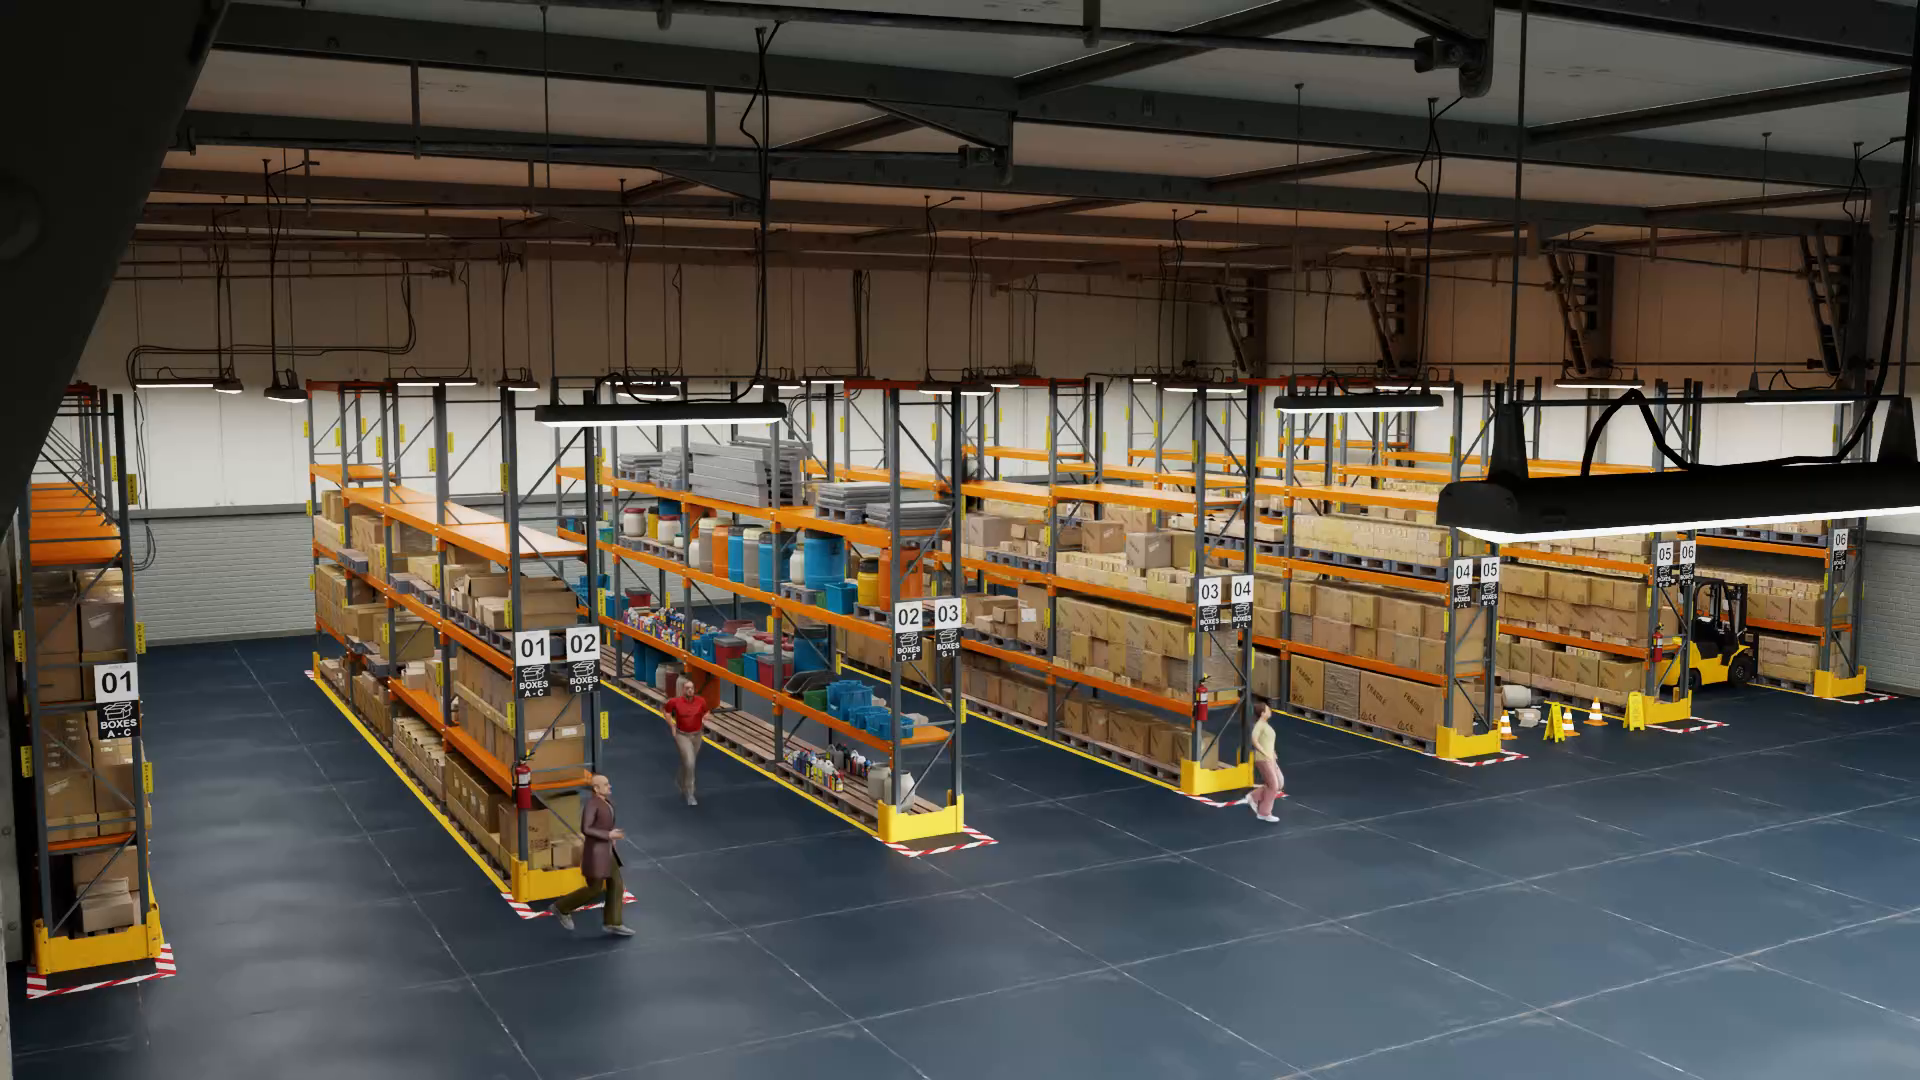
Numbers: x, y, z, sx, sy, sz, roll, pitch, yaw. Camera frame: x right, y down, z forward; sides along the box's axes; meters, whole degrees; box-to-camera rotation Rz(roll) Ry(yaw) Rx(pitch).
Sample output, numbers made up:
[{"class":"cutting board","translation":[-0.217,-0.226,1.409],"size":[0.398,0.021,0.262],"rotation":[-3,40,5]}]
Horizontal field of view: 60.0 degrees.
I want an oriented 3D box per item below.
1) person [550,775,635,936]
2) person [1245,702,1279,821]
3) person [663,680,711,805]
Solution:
[{"class":"person","translation":[-4.062,3.496,18.506],"size":[0.933,1.783,0.720],"rotation":[1,6,7]},{"class":"person","translation":[4.012,2.512,28.447],"size":[4.362,1.638,10.516],"rotation":[2,6,19]},{"class":"person","translation":[-3.938,2.920,24.203],"size":[0.629,1.803,0.811],"rotation":[-4,7,-36]}]
